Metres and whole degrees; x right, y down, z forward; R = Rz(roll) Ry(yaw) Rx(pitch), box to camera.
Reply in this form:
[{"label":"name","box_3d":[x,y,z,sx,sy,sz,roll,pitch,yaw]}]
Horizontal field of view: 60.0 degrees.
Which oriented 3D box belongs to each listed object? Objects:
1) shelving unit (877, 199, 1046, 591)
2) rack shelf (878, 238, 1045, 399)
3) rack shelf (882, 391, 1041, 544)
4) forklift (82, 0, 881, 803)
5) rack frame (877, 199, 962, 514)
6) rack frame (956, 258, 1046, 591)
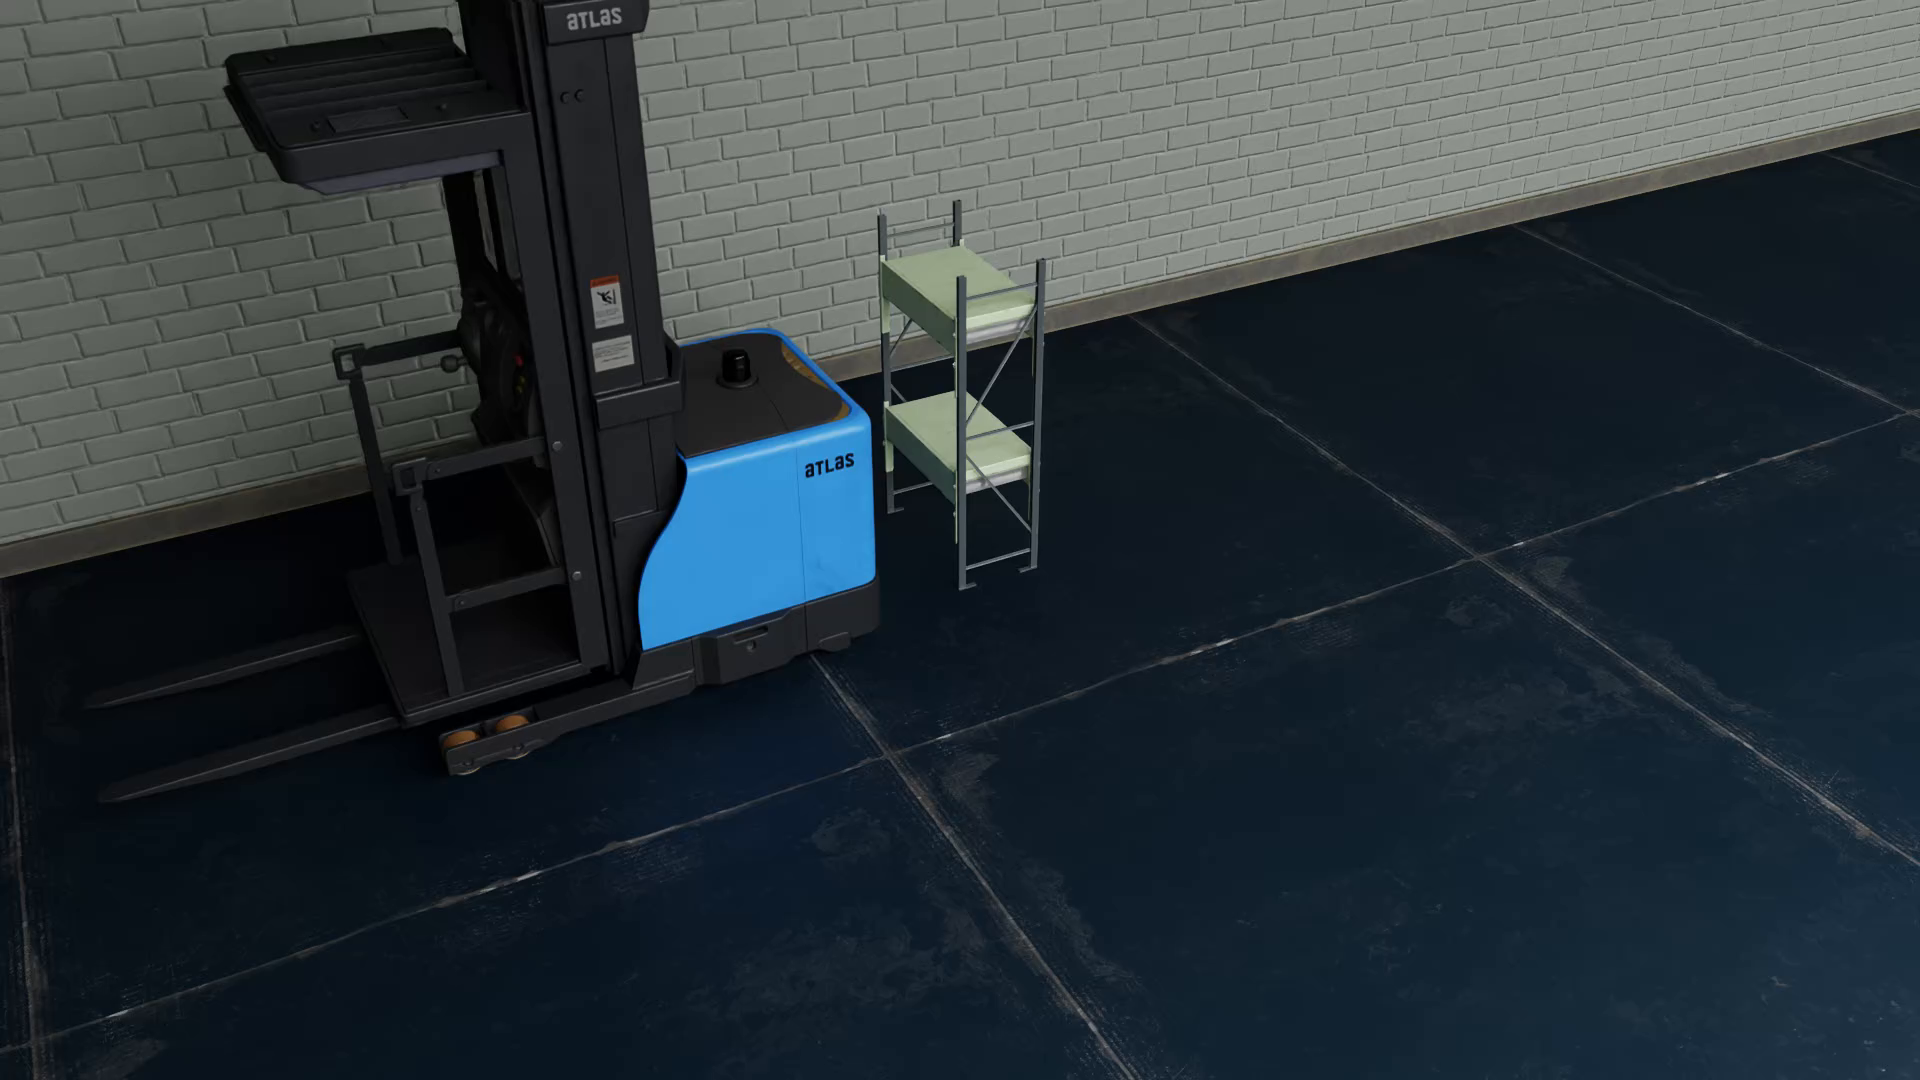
[{"label":"shelving unit","box_3d":[-0.003,-0.635,7.350,0.431,1.500,0.755,-16,36,-23]},{"label":"rack shelf","box_3d":[-0.003,-0.963,7.140,0.431,0.370,0.720,-16,36,-23]},{"label":"rack shelf","box_3d":[-0.003,-0.360,7.526,0.431,0.370,0.720,-16,36,-23]},{"label":"forklift","box_3d":[-1.881,-0.665,6.070,3.031,2.935,1.130,-16,36,-24]},{"label":"rack frame","box_3d":[-0.174,-0.809,7.623,0.400,1.500,0.023,-16,36,-23]},{"label":"rack frame","box_3d":[0.168,-0.460,7.078,0.400,1.500,0.023,-16,36,-23]}]
